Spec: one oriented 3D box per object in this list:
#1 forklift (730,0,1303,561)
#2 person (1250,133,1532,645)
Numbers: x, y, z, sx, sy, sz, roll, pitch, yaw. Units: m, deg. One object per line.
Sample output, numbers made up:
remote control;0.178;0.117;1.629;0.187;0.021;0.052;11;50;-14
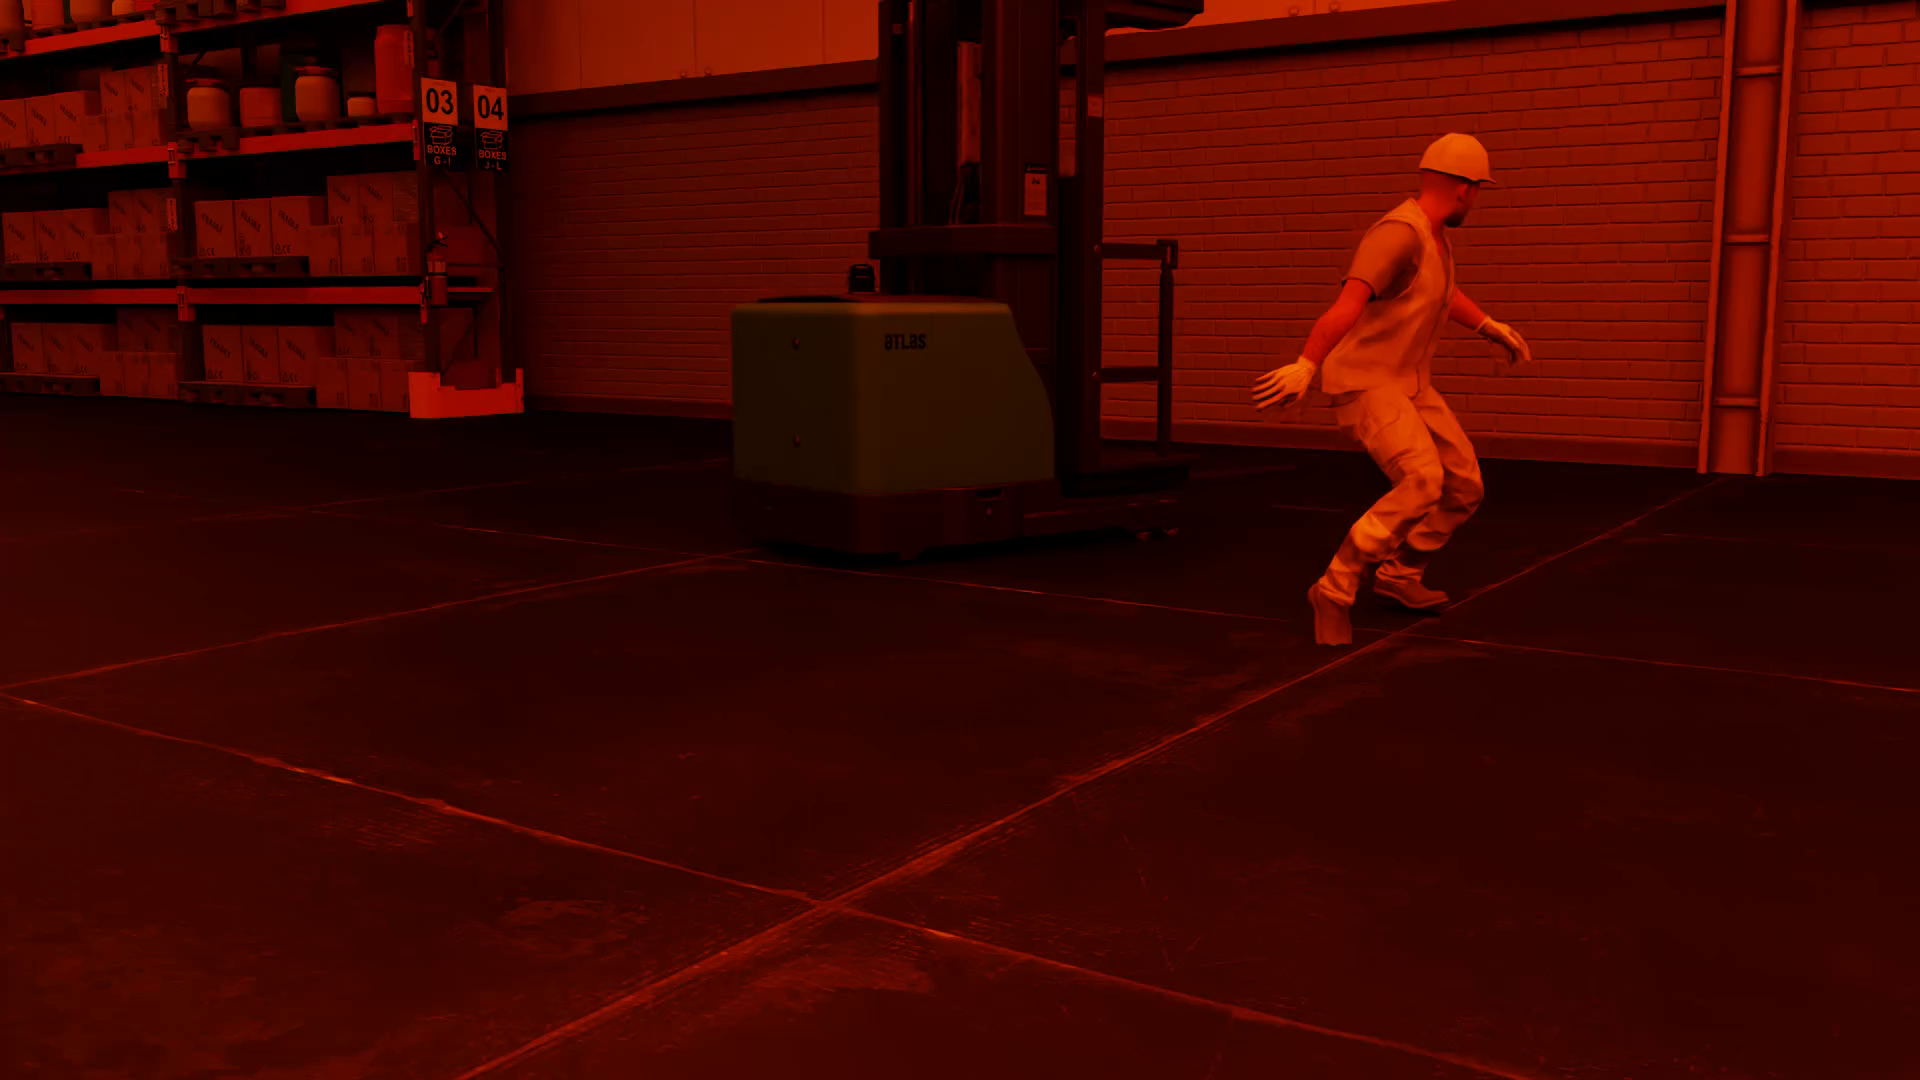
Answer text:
forklift;0.429;-1.510;7.812;3.031;2.935;1.130;-7;11;-40
person;1.423;-0.458;5.418;0.550;1.688;1.051;6;10;37
